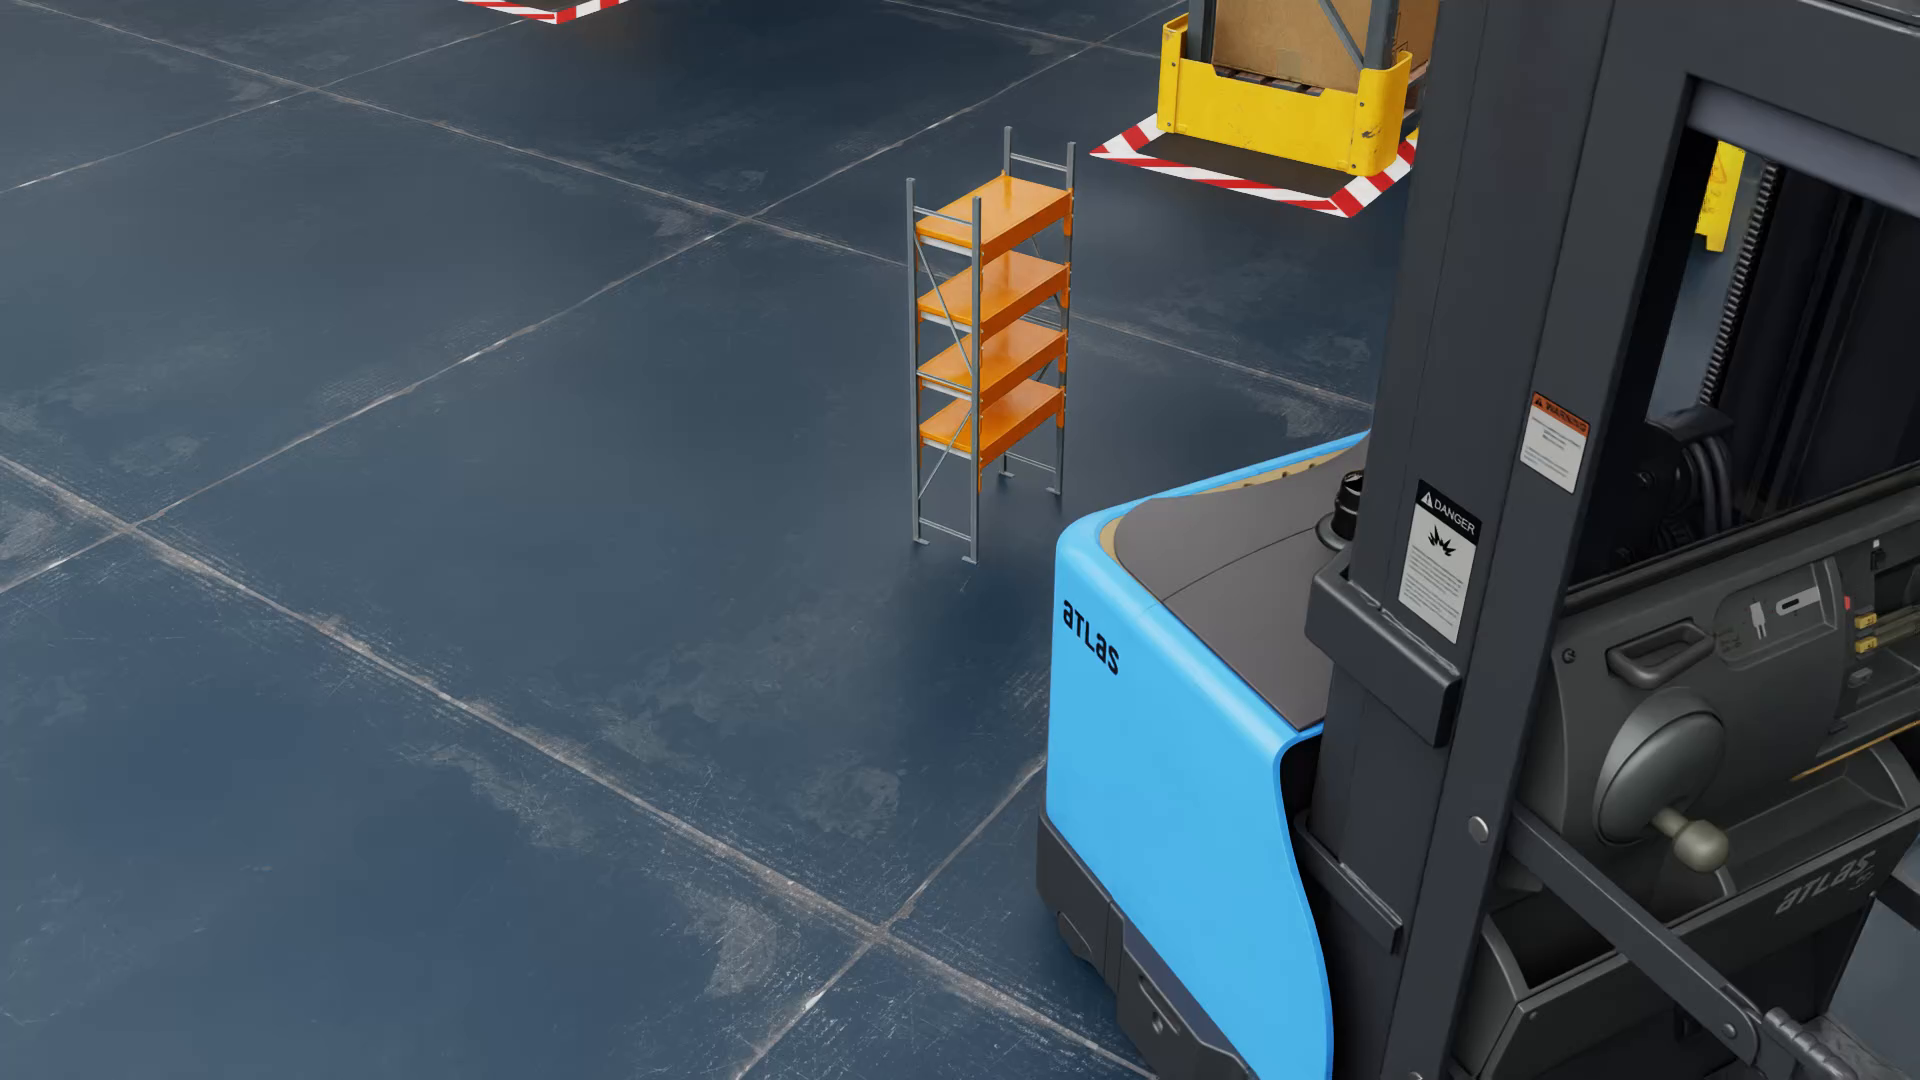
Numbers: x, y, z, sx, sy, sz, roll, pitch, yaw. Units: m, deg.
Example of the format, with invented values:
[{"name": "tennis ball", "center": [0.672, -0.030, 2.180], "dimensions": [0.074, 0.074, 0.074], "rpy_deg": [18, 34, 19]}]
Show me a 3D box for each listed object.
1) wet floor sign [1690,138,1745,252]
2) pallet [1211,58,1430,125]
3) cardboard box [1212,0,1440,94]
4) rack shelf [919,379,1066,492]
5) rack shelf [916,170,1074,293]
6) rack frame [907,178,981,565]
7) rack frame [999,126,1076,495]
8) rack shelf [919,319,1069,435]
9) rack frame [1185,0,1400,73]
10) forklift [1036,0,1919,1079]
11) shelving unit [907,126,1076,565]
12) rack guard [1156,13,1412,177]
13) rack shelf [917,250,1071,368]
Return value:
[{"name": "wet floor sign", "center": [3.157, -1.577, 7.006], "dimensions": [0.267, 0.644, 0.232], "rpy_deg": [14, 37, 20]}, {"name": "pallet", "center": [1.938, -2.436, 8.663], "dimensions": [1.003, 0.211, 1.213], "rpy_deg": [21, 39, 28]}, {"name": "cardboard box", "center": [1.879, -2.825, 8.271], "dimensions": [0.875, 0.875, 0.875], "rpy_deg": [21, 40, 28]}, {"name": "rack shelf", "center": [0.094, -0.353, 5.175], "dimensions": [0.258, 0.148, 0.480], "rpy_deg": [21, 39, 28]}, {"name": "rack shelf", "center": [0.094, -0.899, 4.806], "dimensions": [0.258, 0.148, 0.480], "rpy_deg": [21, 39, 28]}, {"name": "rack frame", "center": [-0.045, -0.461, 4.860], "dimensions": [0.240, 1.200, 0.015], "rpy_deg": [21, 39, 28]}, {"name": "rack frame", "center": [0.234, -0.685, 5.193], "dimensions": [0.240, 1.200, 0.015], "rpy_deg": [21, 39, 28]}, {"name": "rack shelf", "center": [0.094, -0.517, 5.064], "dimensions": [0.258, 0.148, 0.480], "rpy_deg": [21, 39, 28]}, {"name": "rack frame", "center": [1.547, -3.198, 7.301], "dimensions": [1.000, 3.000, 0.127], "rpy_deg": [21, 39, 28]}, {"name": "forklift", "center": [1.312, 0.243, 2.274], "dimensions": [1.130, 2.935, 3.031], "rpy_deg": [-16, 37, -23]}, {"name": "shelving unit", "center": [0.094, -0.573, 5.027], "dimensions": [0.258, 1.200, 0.503], "rpy_deg": [21, 39, 28]}, {"name": "rack guard", "center": [1.533, -2.151, 7.985], "dimensions": [1.175, 0.500, 0.348], "rpy_deg": [21, 39, 28]}, {"name": "rack shelf", "center": [0.094, -0.703, 4.939], "dimensions": [0.258, 0.148, 0.480], "rpy_deg": [21, 39, 28]}]
